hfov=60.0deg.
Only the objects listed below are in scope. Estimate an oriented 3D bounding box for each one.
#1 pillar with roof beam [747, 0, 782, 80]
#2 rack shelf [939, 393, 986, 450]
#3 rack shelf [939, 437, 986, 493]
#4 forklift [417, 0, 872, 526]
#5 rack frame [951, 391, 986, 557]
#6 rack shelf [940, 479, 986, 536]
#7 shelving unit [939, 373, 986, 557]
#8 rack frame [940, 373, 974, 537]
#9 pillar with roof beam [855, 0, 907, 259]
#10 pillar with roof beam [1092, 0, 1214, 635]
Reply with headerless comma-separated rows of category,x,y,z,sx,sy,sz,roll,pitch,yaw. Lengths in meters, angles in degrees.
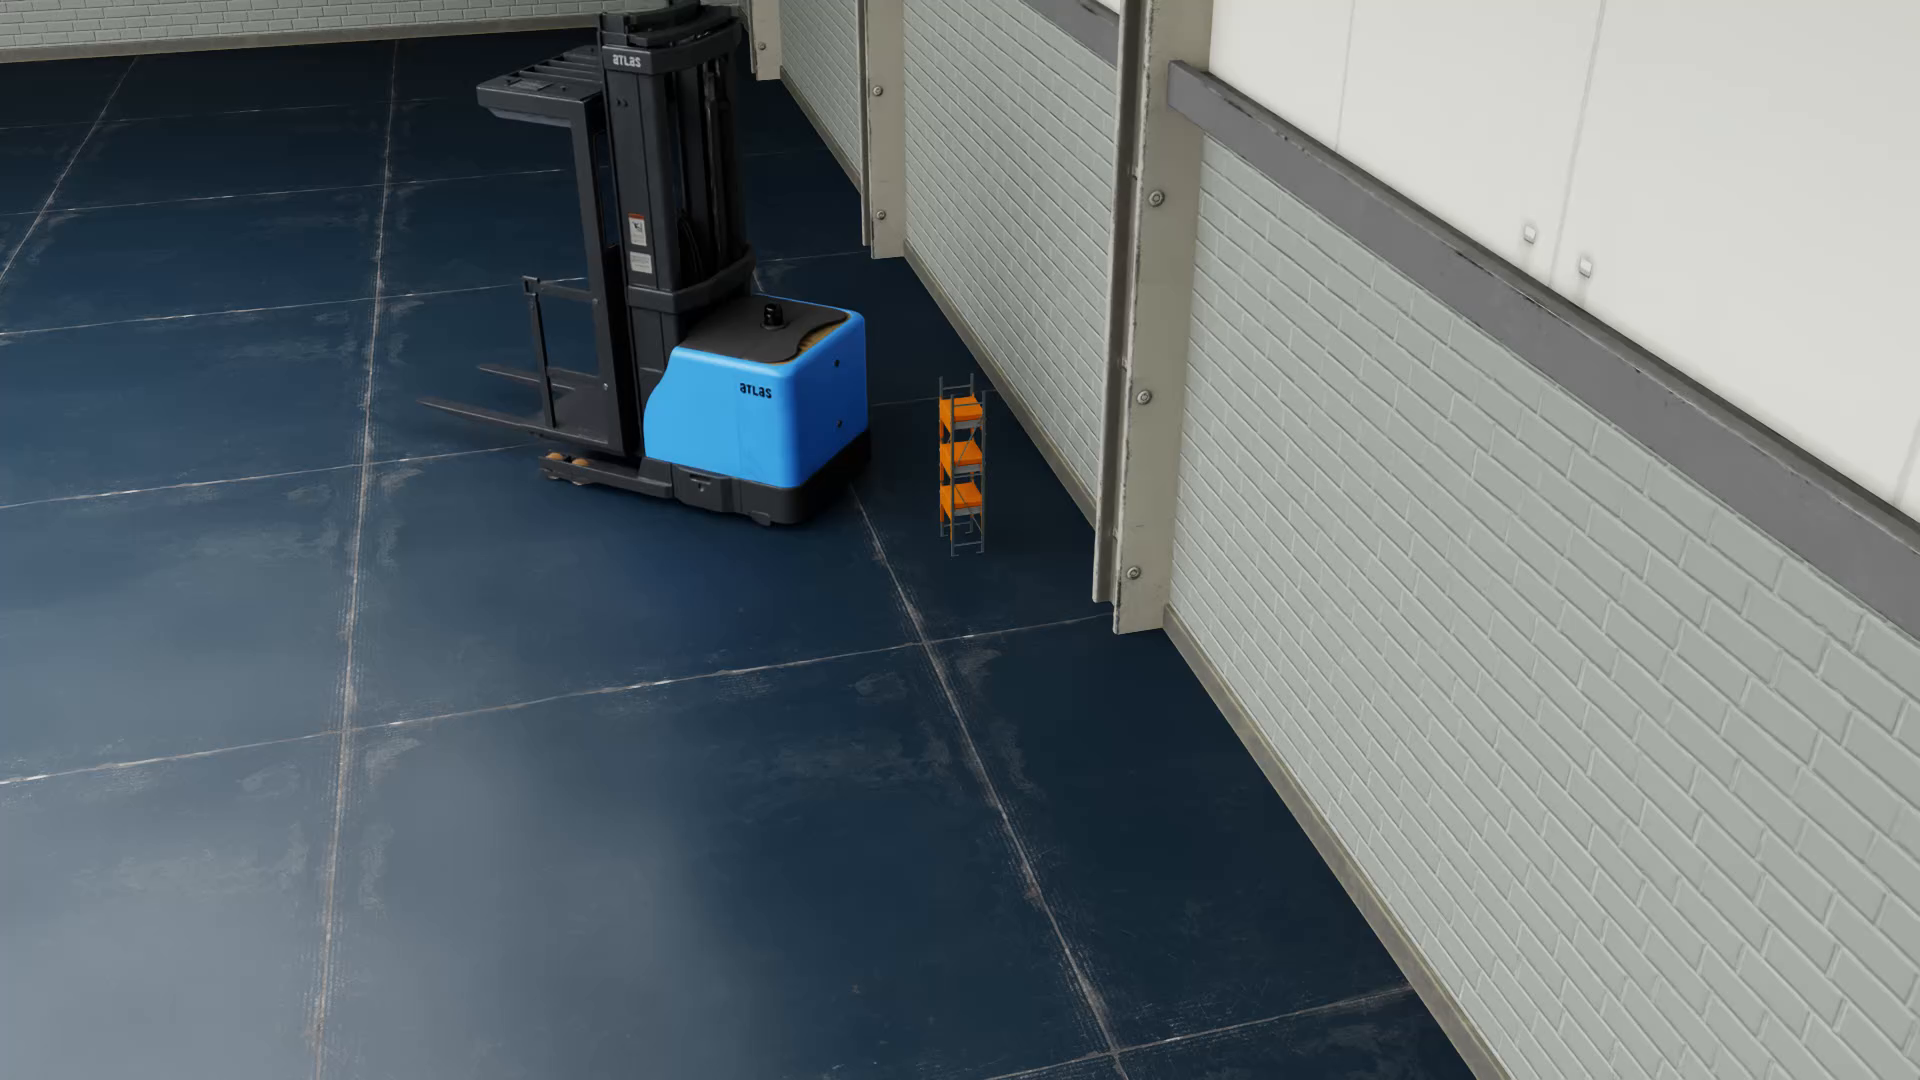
pillar with roof beam,-6.388,-8.717,16.059,9.100,9.000,0.400,-8,31,-13
rack shelf,0.014,-0.665,9.537,0.215,0.259,0.240,-8,31,-13
rack shelf,0.014,-0.419,9.679,0.215,0.259,0.240,-8,31,-13
forklift,-2.131,-1.841,10.236,3.031,2.935,1.130,13,33,21
rack frame,0.047,-0.370,9.572,0.200,1.050,0.008,-8,31,-13
rack shelf,0.014,-0.179,9.818,0.215,0.259,0.240,-8,31,-13
shelving unit,0.014,-0.429,9.673,0.215,1.050,0.252,-8,31,-13
rack frame,-0.018,-0.487,9.775,0.200,1.050,0.008,-8,31,-13
pillar with roof beam,-4.795,-5.819,11.052,9.100,9.000,0.400,-8,31,-13
pillar with roof beam,-3.203,-2.921,6.045,9.100,9.000,0.400,-8,31,-13
